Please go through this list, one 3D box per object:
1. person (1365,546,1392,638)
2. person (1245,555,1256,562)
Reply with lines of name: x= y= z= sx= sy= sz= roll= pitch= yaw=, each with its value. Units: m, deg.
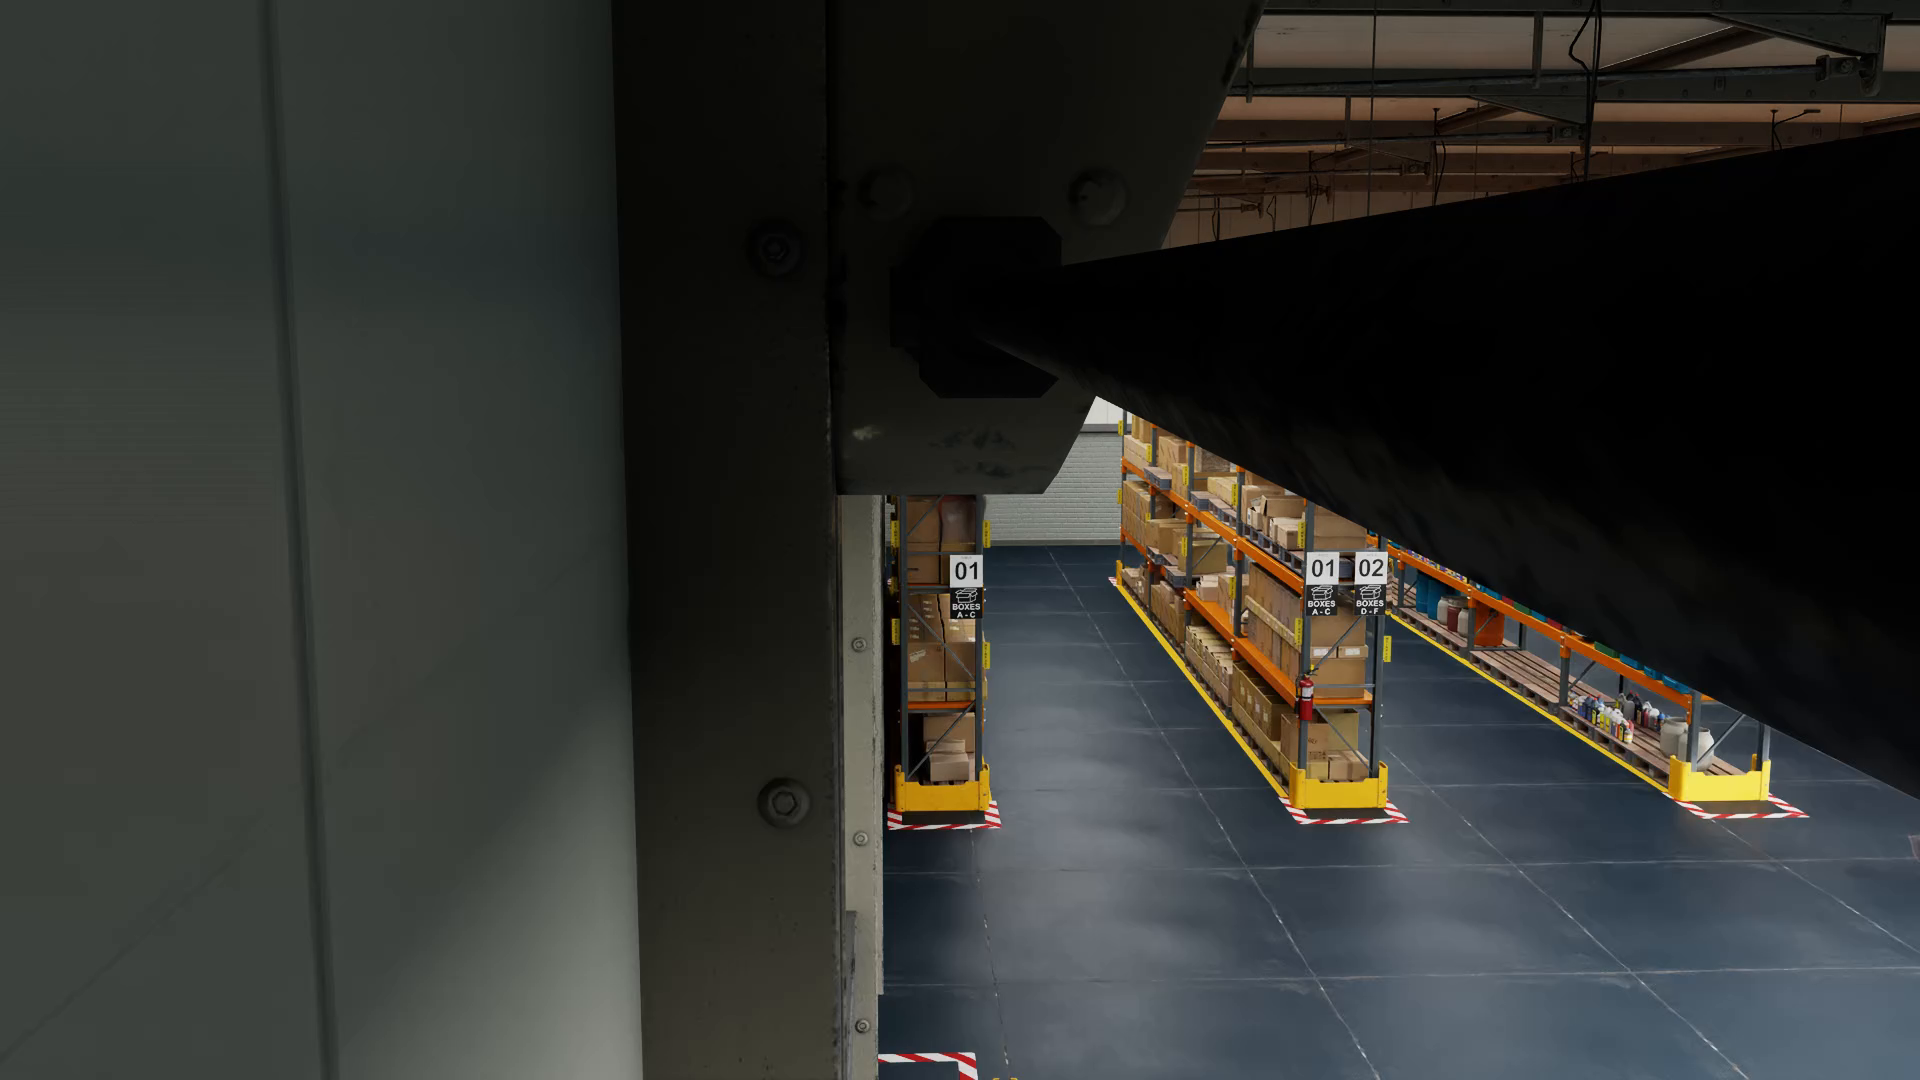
person: x=7.584 y=1.129 z=30.328 sx=0.682 sy=1.574 sz=0.811 roll=0 pitch=8 yaw=-2
person: x=6.177 y=0.357 z=34.412 sx=0.673 sy=1.804 sz=0.935 roll=-2 pitch=9 yaw=-14
